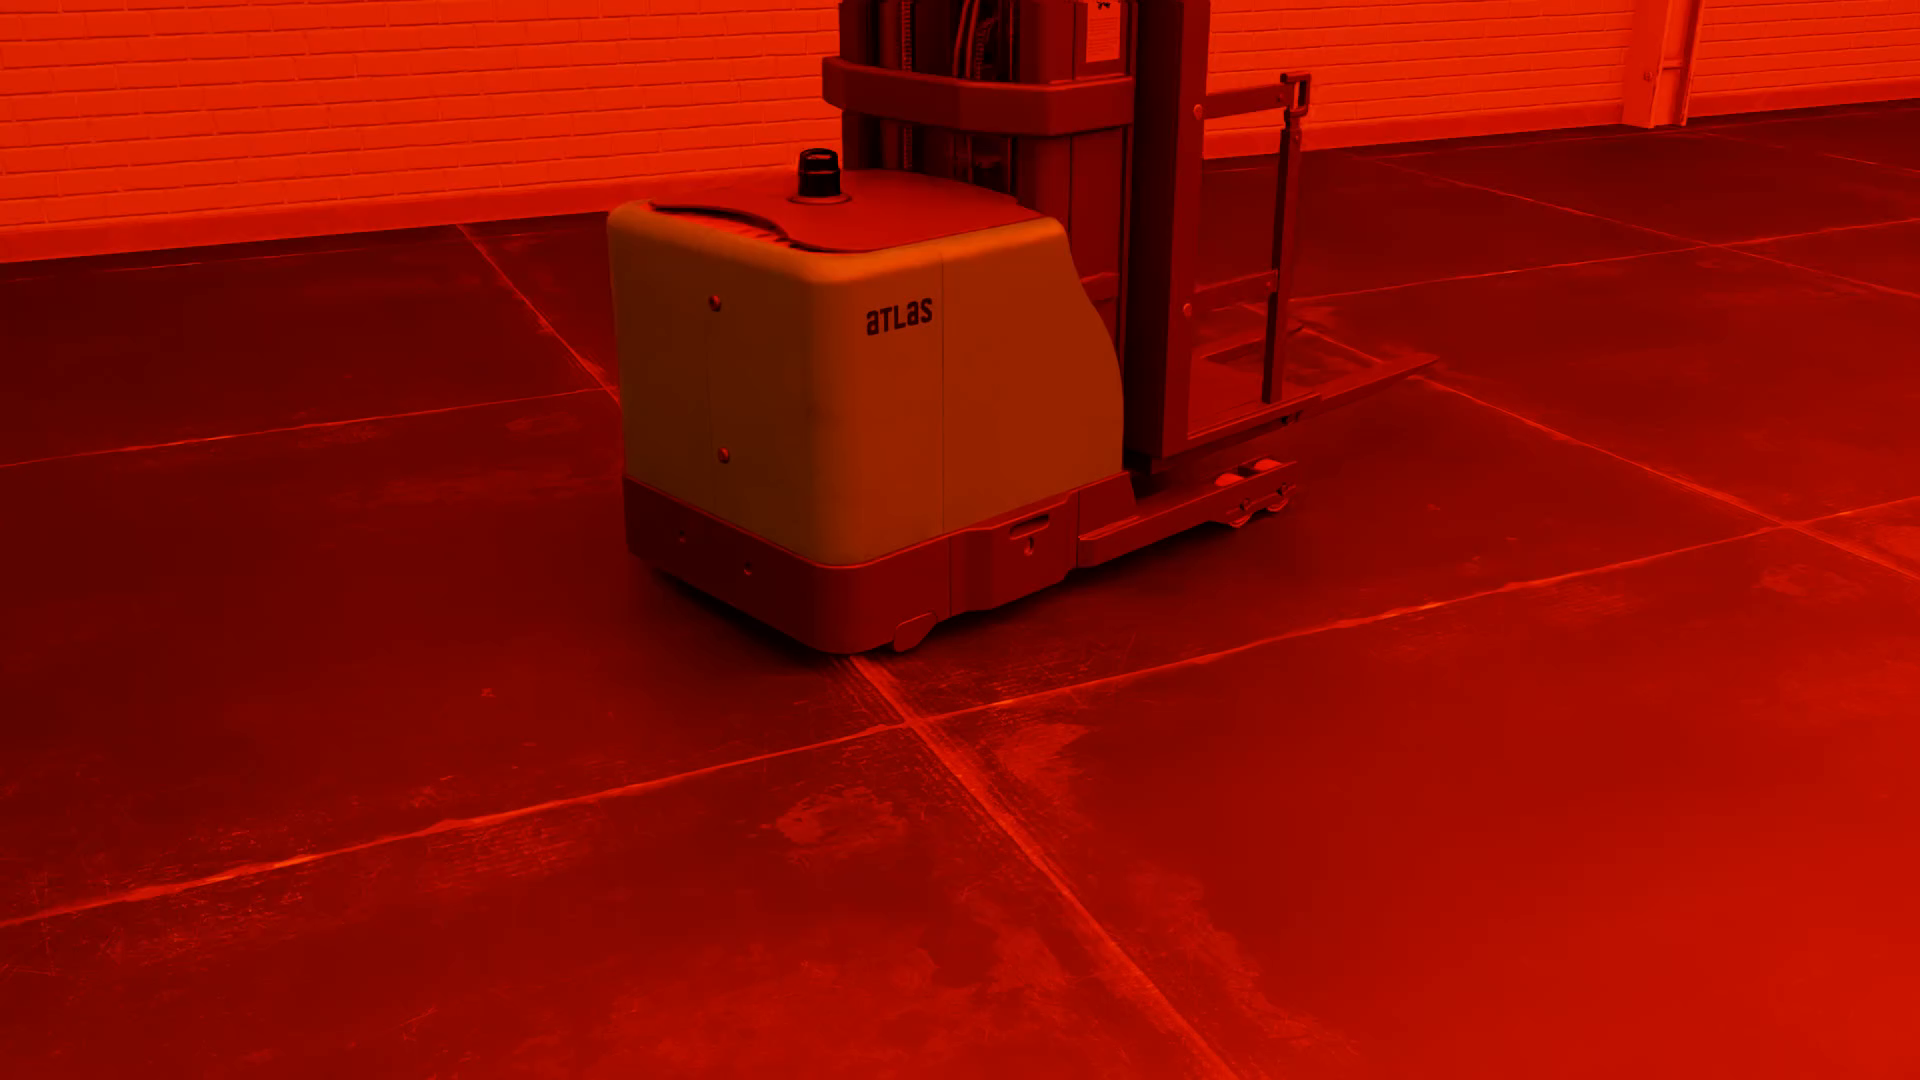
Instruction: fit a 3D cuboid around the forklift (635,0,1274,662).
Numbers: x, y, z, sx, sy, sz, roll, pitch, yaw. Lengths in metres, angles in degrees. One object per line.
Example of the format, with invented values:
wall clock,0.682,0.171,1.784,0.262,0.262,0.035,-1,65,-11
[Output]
forklift,0.270,-1.574,5.075,1.130,2.935,3.031,11,25,25
